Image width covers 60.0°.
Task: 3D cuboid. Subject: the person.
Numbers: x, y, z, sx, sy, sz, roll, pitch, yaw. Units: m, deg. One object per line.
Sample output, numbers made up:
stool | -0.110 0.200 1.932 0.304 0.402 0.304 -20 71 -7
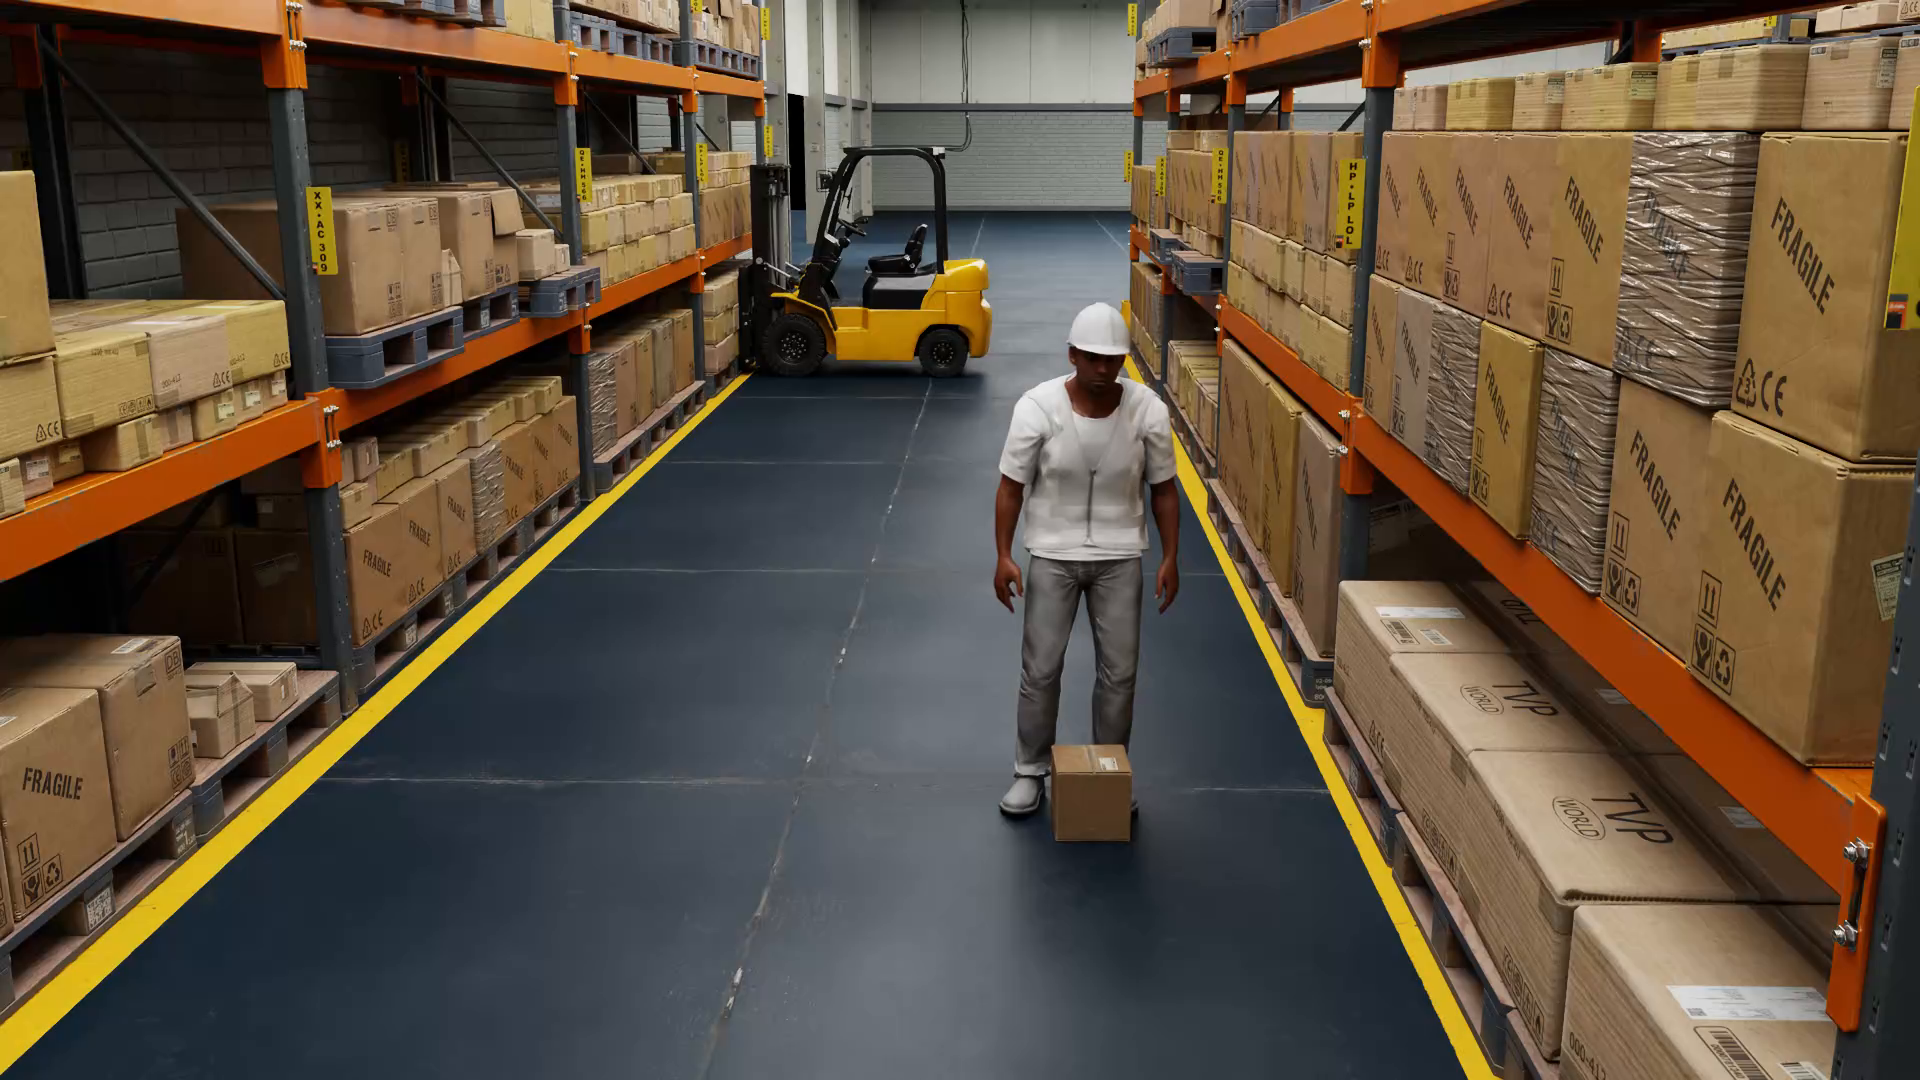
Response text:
person | 0.433 0.070 5.672 0.637 1.761 0.456 0 14 -1
